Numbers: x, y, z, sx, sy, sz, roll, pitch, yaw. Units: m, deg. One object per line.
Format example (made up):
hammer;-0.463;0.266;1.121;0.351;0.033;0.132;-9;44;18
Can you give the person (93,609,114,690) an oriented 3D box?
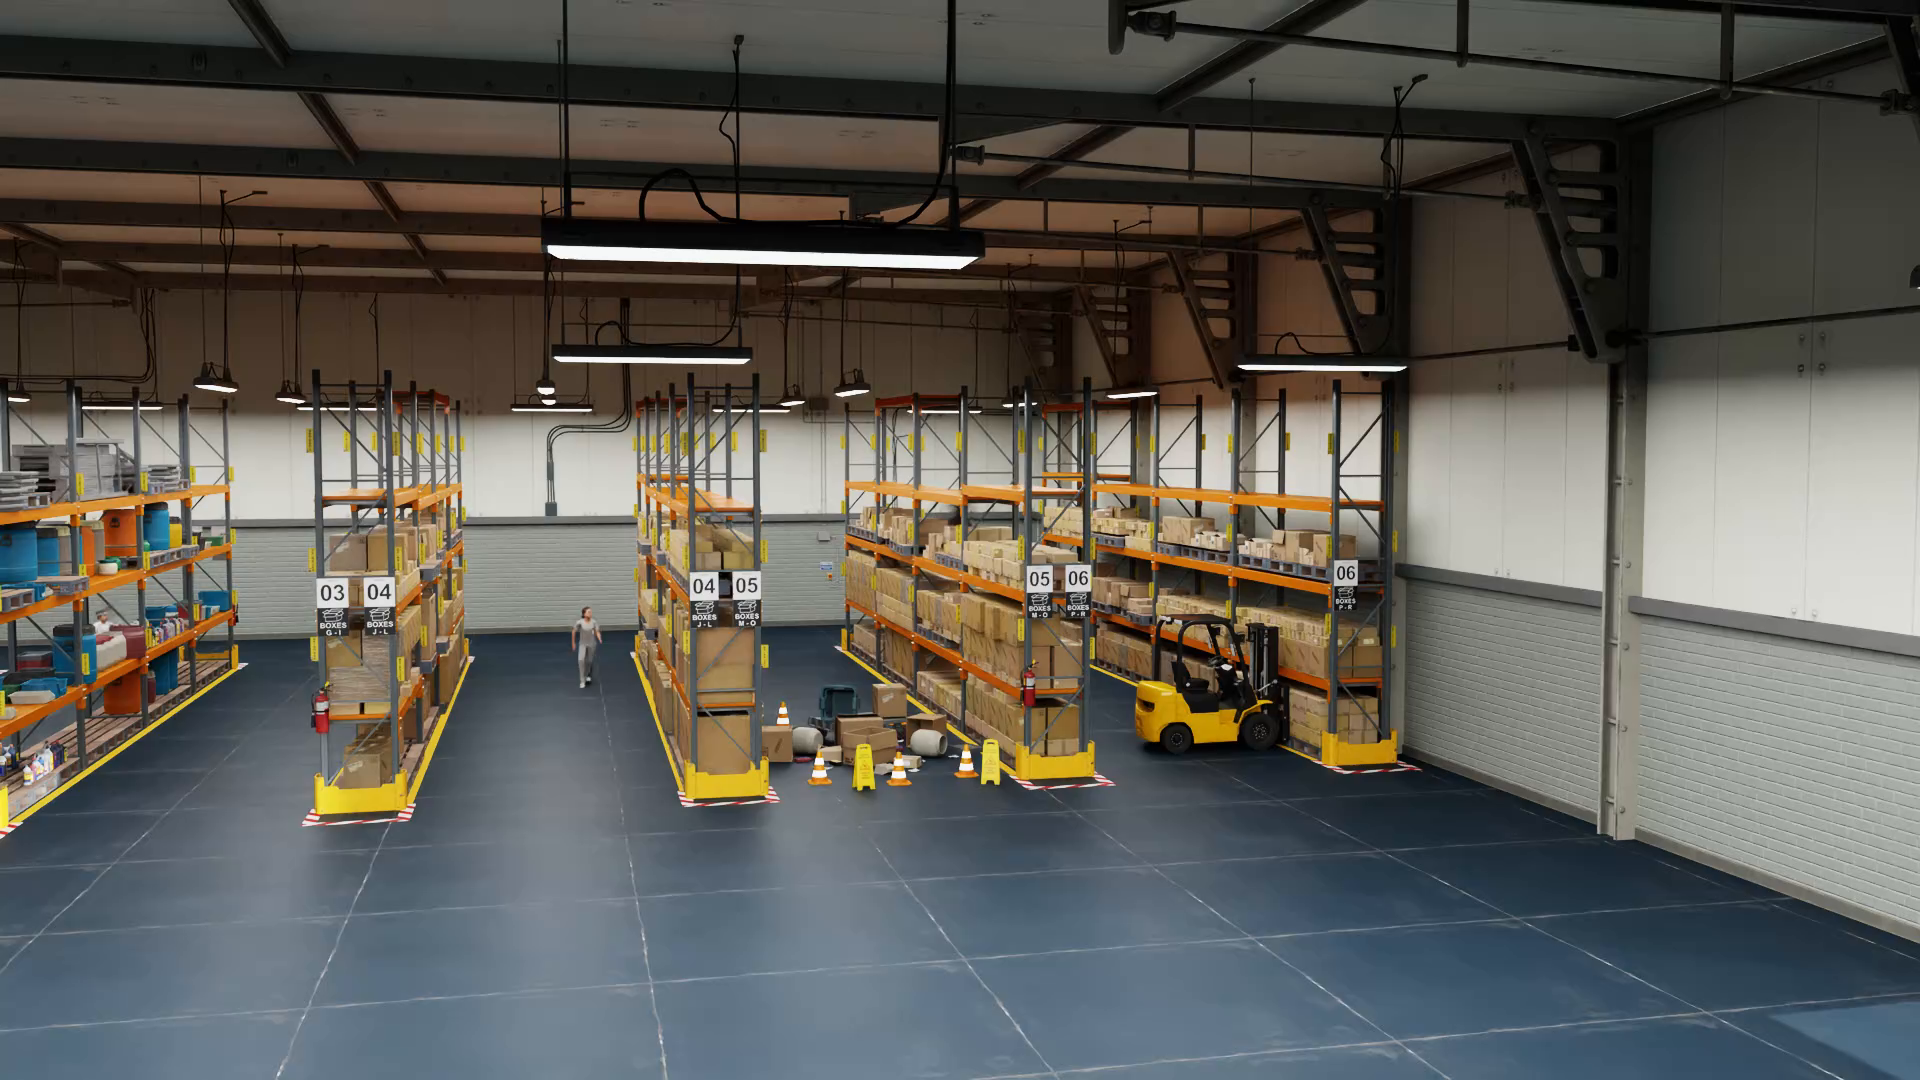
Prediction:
person;-17.456;2.212;33.968;0.605;1.635;0.995;-1;3;-14

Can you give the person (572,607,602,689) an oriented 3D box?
person;-7.736;2.203;34.505;0.615;1.650;0.982;-1;3;-10
